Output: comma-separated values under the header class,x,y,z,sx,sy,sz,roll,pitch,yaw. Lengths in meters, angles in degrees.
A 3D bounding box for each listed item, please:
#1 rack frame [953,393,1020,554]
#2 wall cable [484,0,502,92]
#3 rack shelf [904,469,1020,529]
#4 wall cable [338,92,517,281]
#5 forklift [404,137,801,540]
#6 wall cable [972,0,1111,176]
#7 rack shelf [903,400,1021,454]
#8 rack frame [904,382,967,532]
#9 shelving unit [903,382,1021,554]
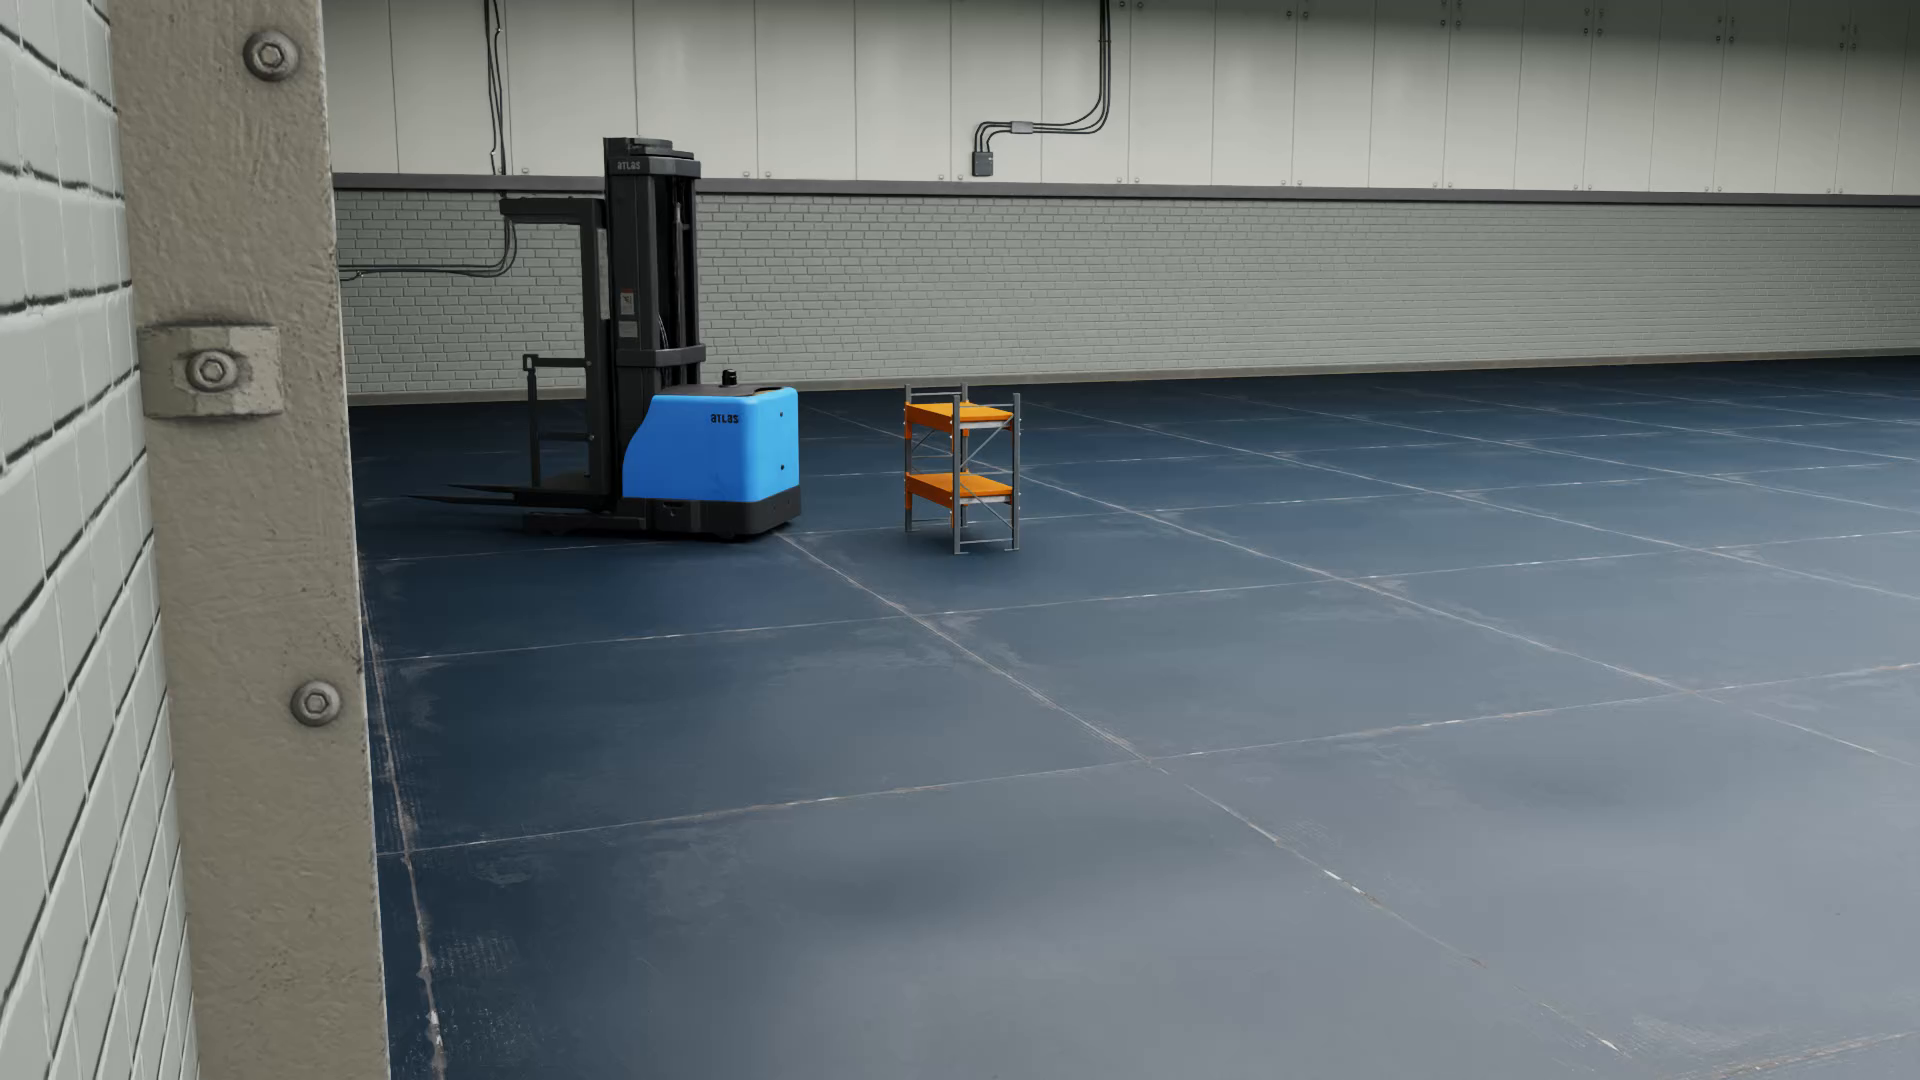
class,x,y,z,sx,sy,sz,roll,pitch,yaw
rack frame,0.187,-0.470,11.807,0.500,1.125,0.032,-4,11,-21
wall cable,-5.048,-7.424,22.862,3.097,2.526,0.112,-4,11,-21
rack shelf,0.002,-0.312,12.316,0.538,0.278,1.000,-4,11,-21
wall cable,-7.569,-4.765,22.339,3.097,2.526,0.112,-4,11,-21
forklift,-2.824,-1.563,12.796,3.031,2.935,1.130,3,10,14
wall cable,1.285,-8.568,25.142,2.305,6.003,0.169,-4,11,-21
rack shelf,0.002,-0.841,12.222,0.538,0.278,1.000,-4,11,-21
rack frame,-0.182,-0.636,12.740,0.500,1.125,0.032,-4,11,-21
shelving unit,0.002,-0.553,12.273,0.538,1.125,1.048,-4,11,-21
